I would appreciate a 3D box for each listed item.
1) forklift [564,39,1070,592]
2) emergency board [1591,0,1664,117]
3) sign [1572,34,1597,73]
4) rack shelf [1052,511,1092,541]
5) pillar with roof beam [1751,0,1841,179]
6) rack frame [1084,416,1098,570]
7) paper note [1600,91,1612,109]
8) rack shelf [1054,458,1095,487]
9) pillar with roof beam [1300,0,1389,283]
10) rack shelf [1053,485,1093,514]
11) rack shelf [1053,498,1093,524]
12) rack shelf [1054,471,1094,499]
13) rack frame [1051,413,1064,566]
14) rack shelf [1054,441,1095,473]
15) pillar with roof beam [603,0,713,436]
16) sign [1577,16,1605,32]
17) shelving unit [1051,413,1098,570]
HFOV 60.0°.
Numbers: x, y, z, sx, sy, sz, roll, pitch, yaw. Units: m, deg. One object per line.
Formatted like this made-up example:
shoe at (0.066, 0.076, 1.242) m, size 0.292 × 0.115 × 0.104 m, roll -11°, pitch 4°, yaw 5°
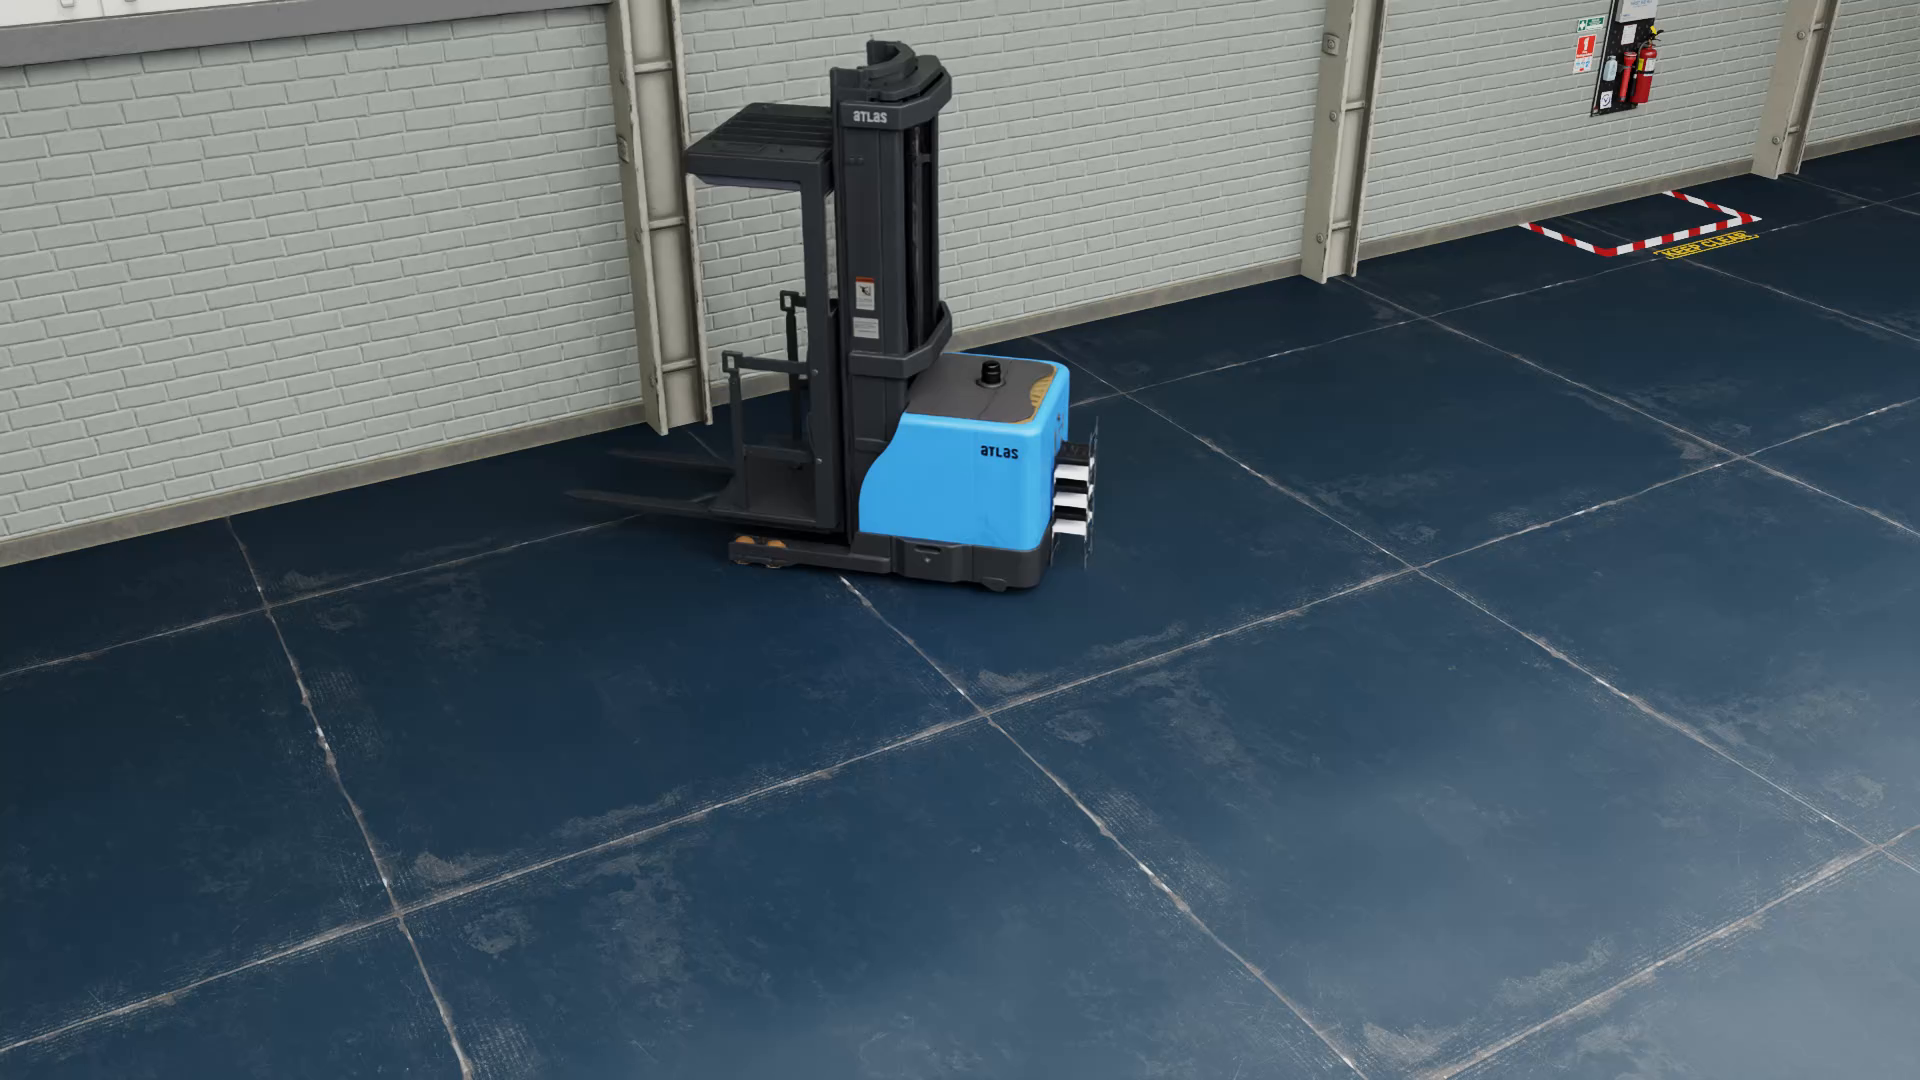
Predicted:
forklift at (-0.905, -1.352, 9.667) m, size 3.031 × 2.935 × 1.130 m, roll 7°, pitch 30°, yaw 12°
emergency board at (6.208, -4.499, 15.298) m, size 0.643 × 1.169 × 0.194 m, roll -16°, pitch 33°, yaw -26°
sign at (5.679, -4.422, 15.122) m, size 0.234 × 0.329 × 0.001 m, roll -16°, pitch 33°, yaw -26°
rack shelf at (0.675, -0.095, 9.933) m, size 0.200 × 0.077 × 0.258 m, roll 7°, pitch 30°, yaw 12°
pillar with roof beam at (10.539, -5.921, 11.666) m, size 0.400 × 9.000 × 9.100 m, roll -16°, pitch 33°, yaw -26°
rack frame at (0.773, -0.270, 9.808) m, size 0.006 × 0.900 × 0.240 m, roll 7°, pitch 30°, yaw 12°
paper note at (6.021, -4.099, 15.484) m, size 0.142 × 0.148 × 0.016 m, roll -16°, pitch 33°, yaw -26°
rack shelf at (0.675, -0.410, 9.759) m, size 0.200 × 0.077 × 0.258 m, roll 7°, pitch 30°, yaw 12°
pillar with roof beam at (5.366, -4.452, 9.005) m, size 0.400 × 9.000 × 9.100 m, roll -16°, pitch 33°, yaw -26°
rack shelf at (0.675, -0.253, 9.846) m, size 0.200 × 0.077 × 0.258 m, roll 7°, pitch 30°, yaw 12°
rack shelf at (0.675, -0.174, 9.889) m, size 0.200 × 0.077 × 0.258 m, roll 7°, pitch 30°, yaw 12°
rack shelf at (0.675, -0.332, 9.802) m, size 0.200 × 0.077 × 0.258 m, roll 7°, pitch 30°, yaw 12°
rack frame at (0.576, -0.294, 9.851) m, size 0.006 × 0.900 × 0.240 m, roll 7°, pitch 30°, yaw 12°
rack shelf at (0.675, -0.489, 9.715) m, size 0.200 × 0.077 × 0.258 m, roll 7°, pitch 30°, yaw 12°
pillar with roof beam at (0.193, -2.984, 6.343) m, size 0.400 × 9.000 × 9.100 m, roll -16°, pitch 33°, yaw -26°
sign at (5.688, -4.652, 14.989) m, size 0.331 × 0.109 × 0.001 m, roll -16°, pitch 33°, yaw -26°
shelving unit at (0.675, -0.282, 9.829) m, size 0.210 × 0.900 × 0.258 m, roll 7°, pitch 30°, yaw 12°
